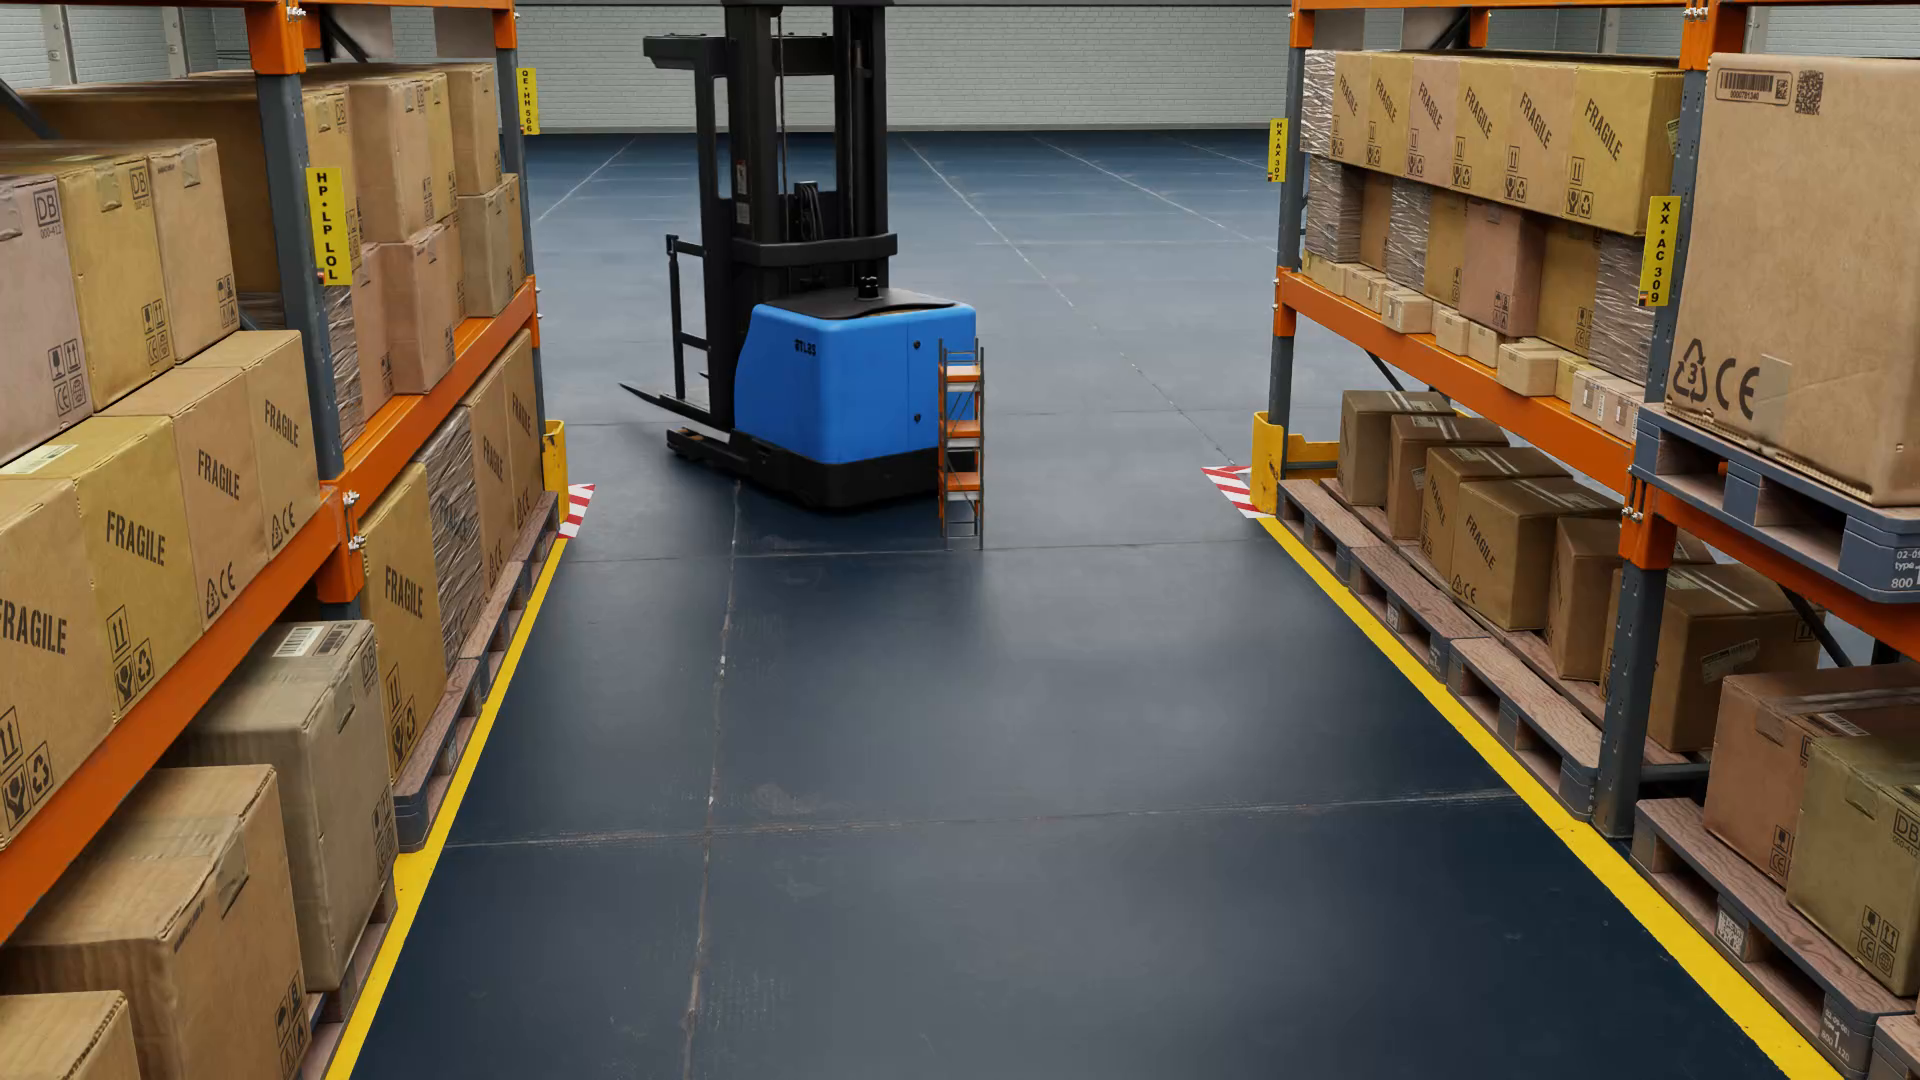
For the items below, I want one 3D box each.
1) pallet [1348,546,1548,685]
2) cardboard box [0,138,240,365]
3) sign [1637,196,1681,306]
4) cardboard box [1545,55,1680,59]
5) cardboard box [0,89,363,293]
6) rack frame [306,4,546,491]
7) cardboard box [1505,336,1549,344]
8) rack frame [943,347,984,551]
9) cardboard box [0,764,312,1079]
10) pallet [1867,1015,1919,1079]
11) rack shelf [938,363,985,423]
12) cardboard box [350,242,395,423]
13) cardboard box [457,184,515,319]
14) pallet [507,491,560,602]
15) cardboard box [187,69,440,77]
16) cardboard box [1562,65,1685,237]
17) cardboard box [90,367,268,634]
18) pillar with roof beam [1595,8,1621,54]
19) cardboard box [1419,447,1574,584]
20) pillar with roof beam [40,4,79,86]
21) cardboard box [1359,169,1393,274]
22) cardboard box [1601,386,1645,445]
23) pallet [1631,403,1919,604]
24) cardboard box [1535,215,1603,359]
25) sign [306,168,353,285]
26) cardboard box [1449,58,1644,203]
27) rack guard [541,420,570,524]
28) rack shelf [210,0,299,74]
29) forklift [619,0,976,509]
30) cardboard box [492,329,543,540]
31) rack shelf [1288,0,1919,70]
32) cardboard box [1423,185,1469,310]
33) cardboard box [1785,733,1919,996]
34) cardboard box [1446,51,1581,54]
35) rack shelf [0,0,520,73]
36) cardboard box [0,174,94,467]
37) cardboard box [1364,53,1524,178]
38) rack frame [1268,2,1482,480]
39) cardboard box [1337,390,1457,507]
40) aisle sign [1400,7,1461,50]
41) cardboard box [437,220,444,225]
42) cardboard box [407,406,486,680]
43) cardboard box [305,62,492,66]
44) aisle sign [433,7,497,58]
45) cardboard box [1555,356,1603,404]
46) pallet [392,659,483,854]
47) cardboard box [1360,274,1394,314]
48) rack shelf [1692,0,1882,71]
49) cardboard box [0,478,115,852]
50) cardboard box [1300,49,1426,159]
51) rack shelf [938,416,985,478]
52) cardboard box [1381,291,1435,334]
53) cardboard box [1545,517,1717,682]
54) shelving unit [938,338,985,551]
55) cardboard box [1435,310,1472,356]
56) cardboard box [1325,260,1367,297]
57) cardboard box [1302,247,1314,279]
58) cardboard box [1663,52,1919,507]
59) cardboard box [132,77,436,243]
[{"bbox_3d":[2.398,0.299,7.371,1.003,0.211,1.213,-2,18,-6],"label":"pallet"},{"bbox_3d":[-2.255,-0.722,4.132,0.700,0.500,0.500,-2,18,-7],"label":"cardboard box"},{"bbox_3d":[2.093,-0.862,4.969,0.100,0.325,0.005,-2,18,-6],"label":"sign"},{"bbox_3d":[2.671,-1.723,6.824,0.500,0.500,0.500,-2,18,-6],"label":"cardboard box"},{"bbox_3d":[-2.316,-1.042,4.936,0.875,0.550,0.550,-2,18,-6],"label":"cardboard box"},{"bbox_3d":[-2.725,-1.536,8.563,1.000,3.000,0.127,-2,18,-6],"label":"rack frame"},{"bbox_3d":[2.303,-0.704,6.330,0.380,0.149,0.250,-2,18,-6],"label":"cardboard box"},{"bbox_3d":[0.018,-0.449,8.353,0.200,1.050,0.008,-2,18,-6],"label":"rack frame"},{"bbox_3d":[-2.063,0.998,3.545,1.050,0.750,0.750,-2,18,-6],"label":"cardboard box"},{"bbox_3d":[2.842,1.459,3.678,1.003,0.211,1.213,-2,18,-6],"label":"pallet"},{"bbox_3d":[0.006,-0.746,8.387,0.215,0.259,0.240,-2,18,-6],"label":"rack shelf"},{"bbox_3d":[-2.441,-0.689,5.613,0.875,0.550,0.550,-2,18,-6],"label":"cardboard box"},{"bbox_3d":[-2.563,-1.336,7.673,0.875,0.550,0.550,-2,18,-6],"label":"cardboard box"},{"bbox_3d":[-2.565,0.030,8.230,1.003,0.211,1.213,-2,18,-6],"label":"pallet"},{"bbox_3d":[-2.654,-1.679,6.965,0.875,0.550,0.550,-2,18,-6],"label":"cardboard box"},{"bbox_3d":[2.312,-1.260,5.350,0.500,0.500,0.500,-2,18,-6],"label":"cardboard box"},{"bbox_3d":[-1.940,-0.095,3.804,0.500,0.500,0.500,-2,18,-6],"label":"cardboard box"},{"bbox_3d":[10.556,-13.604,36.986,9.100,9.000,0.400,-2,18,-6],"label":"pillar with roof beam"},{"bbox_3d":[2.408,-0.117,7.513,0.500,0.500,0.500,0,17,0],"label":"cardboard box"},{"bbox_3d":[-11.593,-11.109,29.040,9.100,9.000,0.400,-2,18,-6],"label":"pillar with roof beam"},{"bbox_3d":[2.419,-1.539,7.908,0.875,0.500,0.500,-2,18,-6],"label":"cardboard box"},{"bbox_3d":[2.317,-0.403,5.372,0.380,0.149,0.250,-2,18,-6],"label":"cardboard box"},{"bbox_3d":[2.566,-0.144,4.448,1.003,0.211,1.213,-2,18,-6],"label":"pallet"},{"bbox_3d":[2.630,-0.943,6.011,0.875,0.500,0.500,-2,18,-6],"label":"cardboard box"},{"bbox_3d":[-1.774,-0.879,4.668,0.100,0.325,0.005,-2,18,-6],"label":"sign"},{"bbox_3d":[2.208,-1.558,6.299,0.500,0.500,0.500,-2,18,-6],"label":"cardboard box"},{"bbox_3d":[-2.727,-0.351,8.960,1.175,0.500,0.348,-2,18,-6],"label":"rack guard"},{"bbox_3d":[-2.106,-0.837,2.528,1.077,0.370,4.000,-2,18,-6],"label":"rack shelf"},{"bbox_3d":[-1.167,-1.952,10.001,1.130,2.935,3.031,-12,21,-34],"label":"forklift"},{"bbox_3d":[-2.589,-0.523,8.181,0.875,0.875,0.875,-2,18,-5],"label":"cardboard box"},{"bbox_3d":[2.425,-2.152,6.716,1.077,0.370,4.000,-2,18,-6],"label":"rack shelf"},{"bbox_3d":[2.468,-1.240,6.954,0.875,0.500,0.500,-2,18,-6],"label":"cardboard box"},{"bbox_3d":[2.704,0.841,4.428,0.700,0.500,0.500,-2,18,-6],"label":"cardboard box"},{"bbox_3d":[2.579,-2.021,7.774,0.500,0.500,0.500,-2,18,-6],"label":"cardboard box"},{"bbox_3d":[-2.519,-2.028,6.324,1.077,0.370,4.000,-2,18,-6],"label":"rack shelf"},{"bbox_3d":[-2.148,-0.418,3.164,0.700,0.500,0.500,-2,18,-5],"label":"cardboard box"},{"bbox_3d":[2.102,-1.856,7.248,0.500,0.500,0.500,-2,18,-6],"label":"cardboard box"},{"bbox_3d":[2.219,-1.660,8.955,1.000,3.000,0.127,-2,18,-6],"label":"rack frame"},{"bbox_3d":[2.267,-0.481,8.673,0.500,0.500,0.500,1,17,5],"label":"cardboard box"},{"bbox_3d":[2.511,-2.928,8.654,0.394,0.787,0.004,-2,18,-6],"label":"aisle sign"},{"bbox_3d":[-2.534,-1.008,6.630,0.875,0.550,0.500,-2,18,-6],"label":"cardboard box"},{"bbox_3d":[-2.404,0.011,6.481,0.875,0.875,0.875,-2,18,-5],"label":"cardboard box"},{"bbox_3d":[-2.725,-2.011,8.023,0.875,0.550,0.550,-2,18,-6],"label":"cardboard box"},{"bbox_3d":[-2.434,-2.807,8.271,0.394,0.787,0.004,-2,18,-6],"label":"aisle sign"},{"bbox_3d":[2.335,-0.554,5.853,0.380,0.149,0.250,-2,18,-6],"label":"cardboard box"},{"bbox_3d":[-2.313,0.757,5.914,1.003,0.211,1.213,-2,18,-6],"label":"pallet"},{"bbox_3d":[2.094,-1.149,7.748,0.380,0.149,0.250,-2,18,-6],"label":"cardboard box"},{"bbox_3d":[2.838,-0.960,2.920,1.077,0.370,4.000,-2,18,-6],"label":"rack shelf"},{"bbox_3d":[-1.834,0.207,2.843,0.500,0.500,0.500,-2,18,-6],"label":"cardboard box"},{"bbox_3d":[2.005,-2.154,8.197,0.500,0.500,0.500,-2,18,-6],"label":"cardboard box"},{"bbox_3d":[0.006,-0.475,8.472,0.215,0.259,0.240,-2,18,-6],"label":"rack shelf"},{"bbox_3d":[2.070,-0.997,7.266,0.380,0.149,0.250,-2,18,-6],"label":"cardboard box"},{"bbox_3d":[2.564,0.234,6.397,0.500,0.500,0.500,4,18,12],"label":"cardboard box"},{"bbox_3d":[0.006,-0.485,8.469,0.215,1.050,0.252,-2,18,-6],"label":"shelving unit"},{"bbox_3d":[2.177,-0.850,6.797,0.380,0.149,0.250,-2,18,-6],"label":"cardboard box"},{"bbox_3d":[2.029,-1.297,8.221,0.380,0.149,0.250,-2,18,-6],"label":"cardboard box"},{"bbox_3d":[2.011,-1.447,8.699,0.380,0.149,0.250,-2,18,-6],"label":"cardboard box"},{"bbox_3d":[2.574,-0.713,4.239,1.000,1.000,1.000,-2,18,-5],"label":"cardboard box"},{"bbox_3d":[-2.407,-1.368,5.973,0.875,0.550,0.550,-2,18,-6],"label":"cardboard box"}]
